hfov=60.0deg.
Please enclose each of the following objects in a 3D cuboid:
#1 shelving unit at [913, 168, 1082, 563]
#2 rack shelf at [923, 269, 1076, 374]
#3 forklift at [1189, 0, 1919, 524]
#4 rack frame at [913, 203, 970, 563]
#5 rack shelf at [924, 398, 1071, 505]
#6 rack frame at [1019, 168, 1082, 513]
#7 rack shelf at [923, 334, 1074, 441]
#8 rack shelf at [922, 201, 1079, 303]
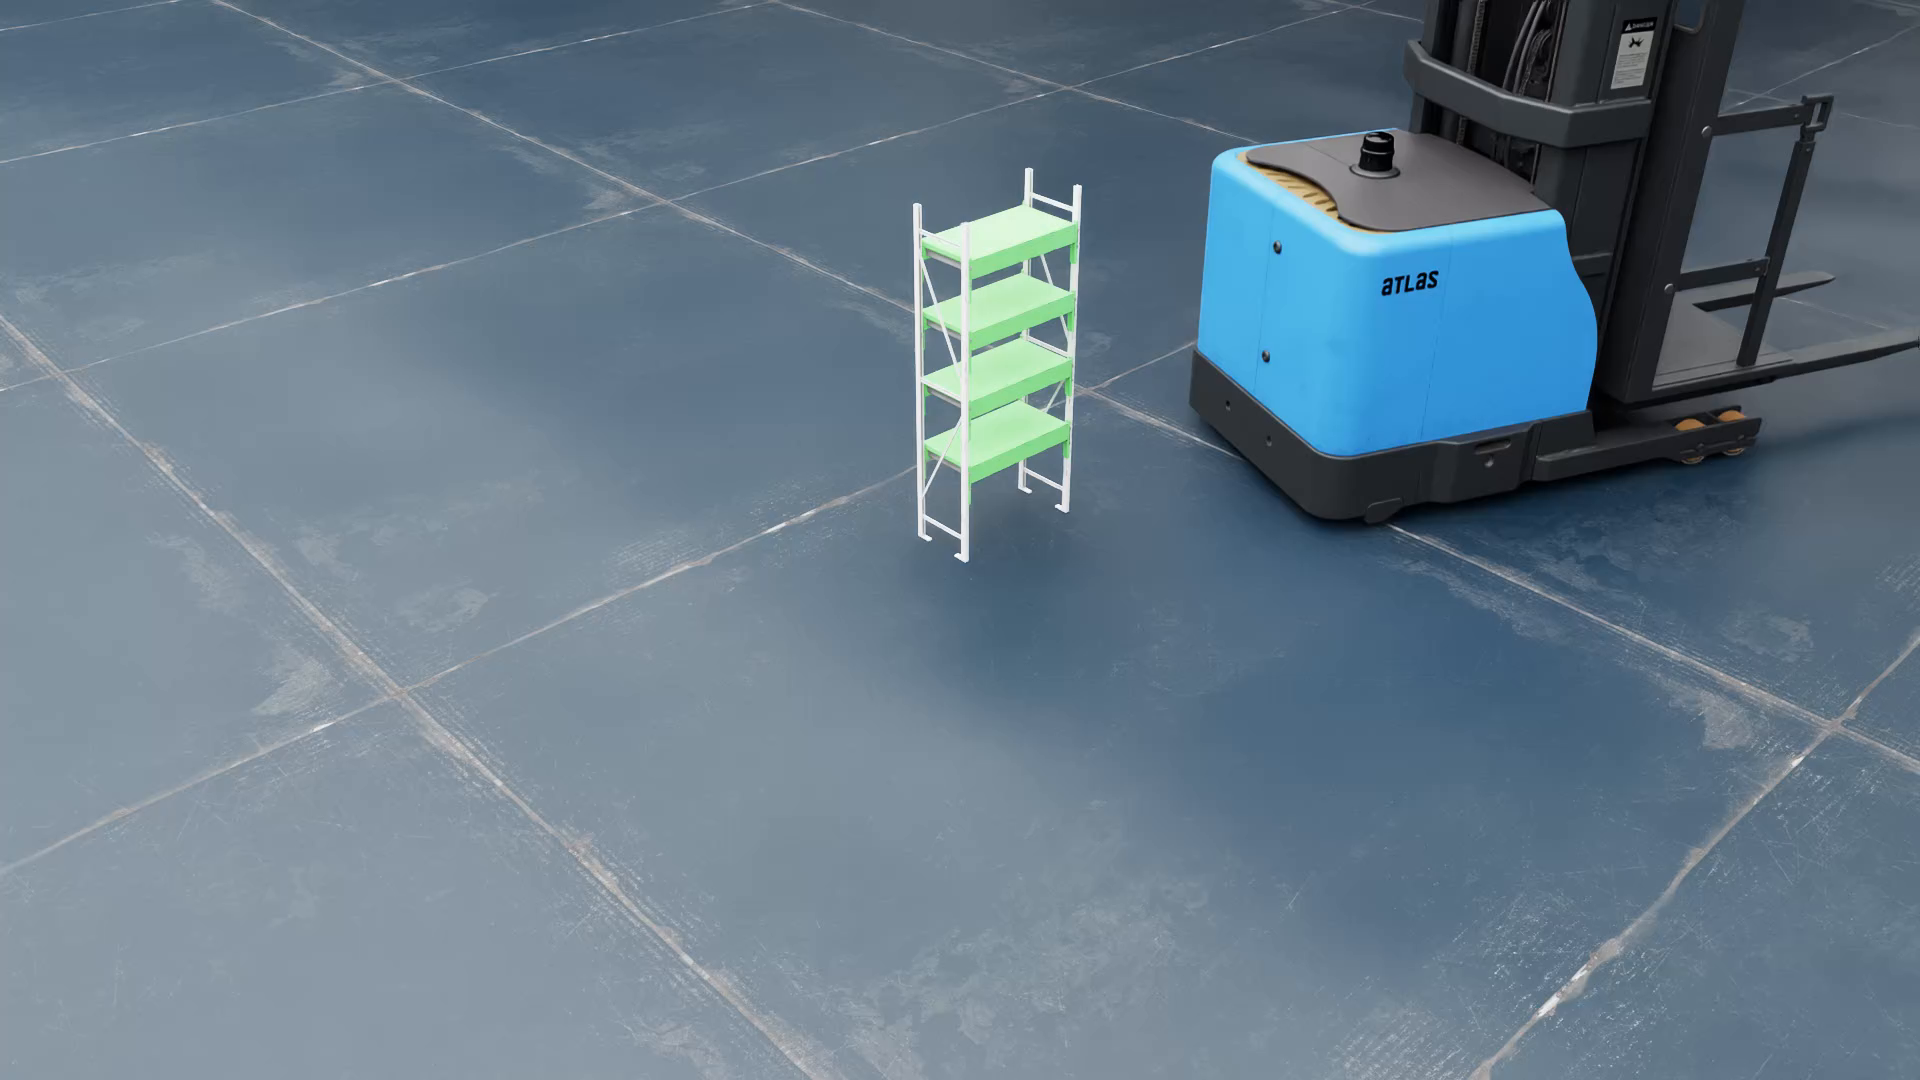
[{"bbox_3d":[0.121,-0.571,5.533,0.503,1.200,0.258,-26,40,-35],"label":"shelving unit"},{"bbox_3d":[0.121,-0.721,5.441,0.480,0.148,0.258,-26,40,-35],"label":"rack shelf"},{"bbox_3d":[2.464,-1.778,5.849,3.031,2.935,1.130,-11,33,-18],"label":"forklift"},{"bbox_3d":[-0.058,-0.484,5.391,0.015,1.200,0.240,-26,40,-35],"label":"rack frame"},{"bbox_3d":[0.121,-0.311,5.692,0.480,0.148,0.258,-26,40,-35],"label":"rack shelf"},{"bbox_3d":[0.300,-0.657,5.675,0.015,1.200,0.240,-26,40,-35],"label":"rack frame"},{"bbox_3d":[0.121,-0.516,5.566,0.480,0.148,0.258,-26,40,-35],"label":"rack shelf"},{"bbox_3d":[0.121,-0.926,5.316,0.480,0.148,0.258,-26,40,-35],"label":"rack shelf"}]
